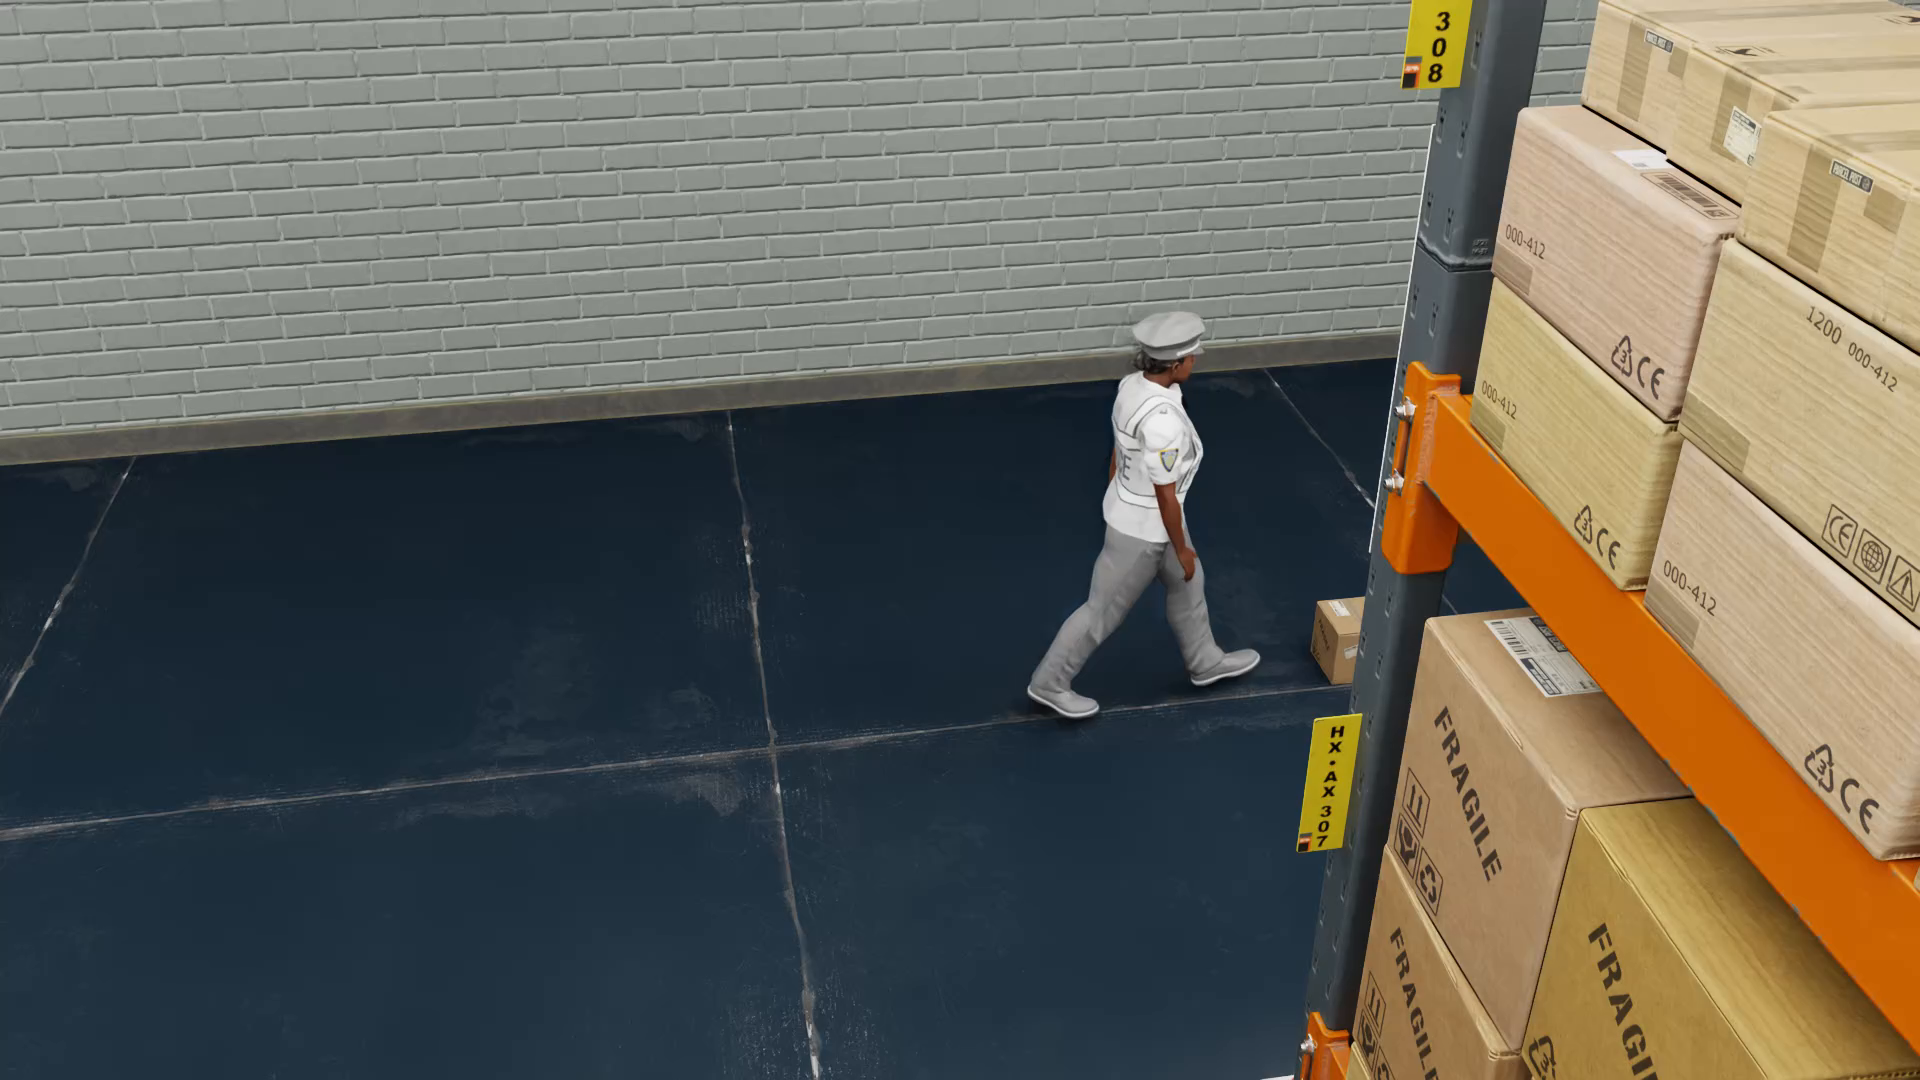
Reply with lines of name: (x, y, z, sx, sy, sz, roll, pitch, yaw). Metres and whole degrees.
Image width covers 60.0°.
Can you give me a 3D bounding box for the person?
person: (0.737, -0.069, 6.236, 0.939, 1.624, 0.434, 2, 31, 3)
